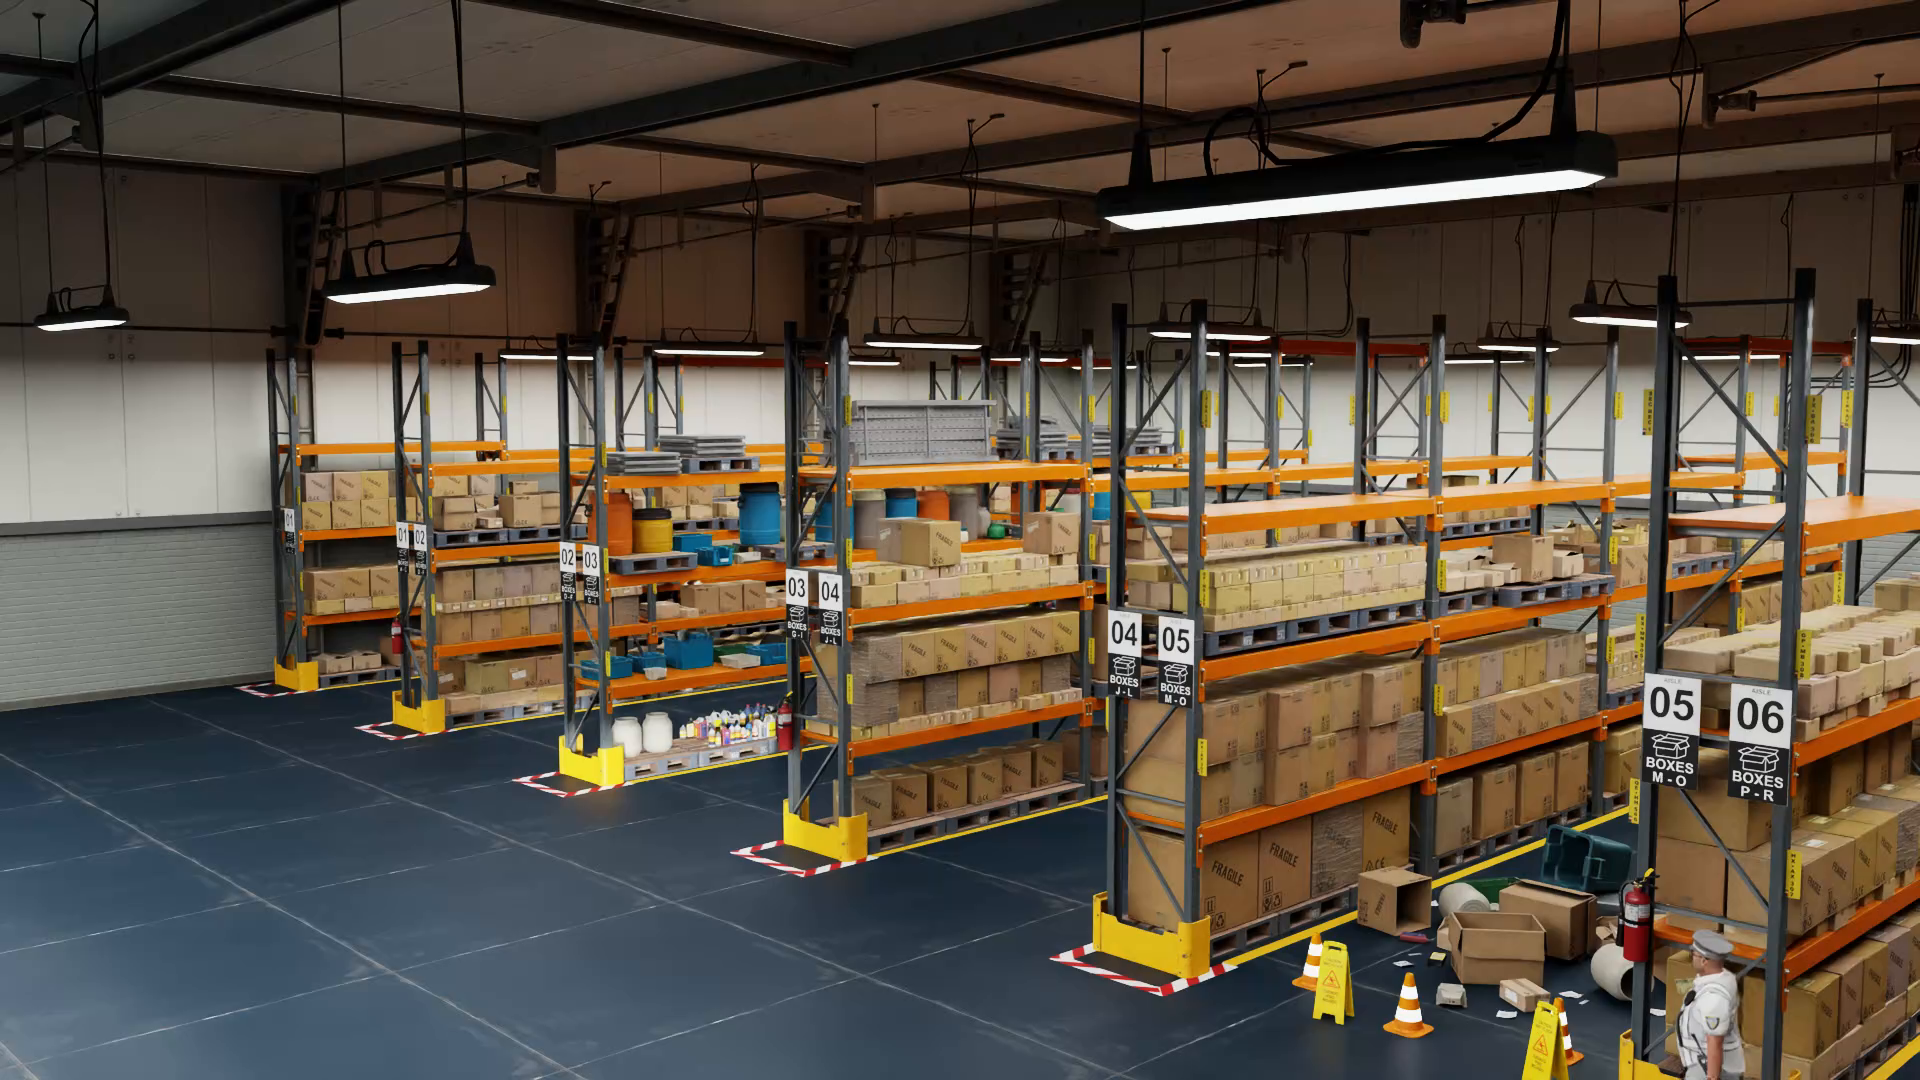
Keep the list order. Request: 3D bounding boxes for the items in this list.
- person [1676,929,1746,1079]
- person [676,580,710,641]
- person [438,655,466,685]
[{"bbox_3d":[4.889,3.366,10.640,0.807,1.727,0.561,2,5,26],"label":"person"},{"bbox_3d":[-5.413,1.415,33.220,0.678,1.705,1.079,4,6,37],"label":"person"},{"bbox_3d":[-8.660,1.924,28.263,0.555,1.627,0.540,-5,7,-44],"label":"person"}]
